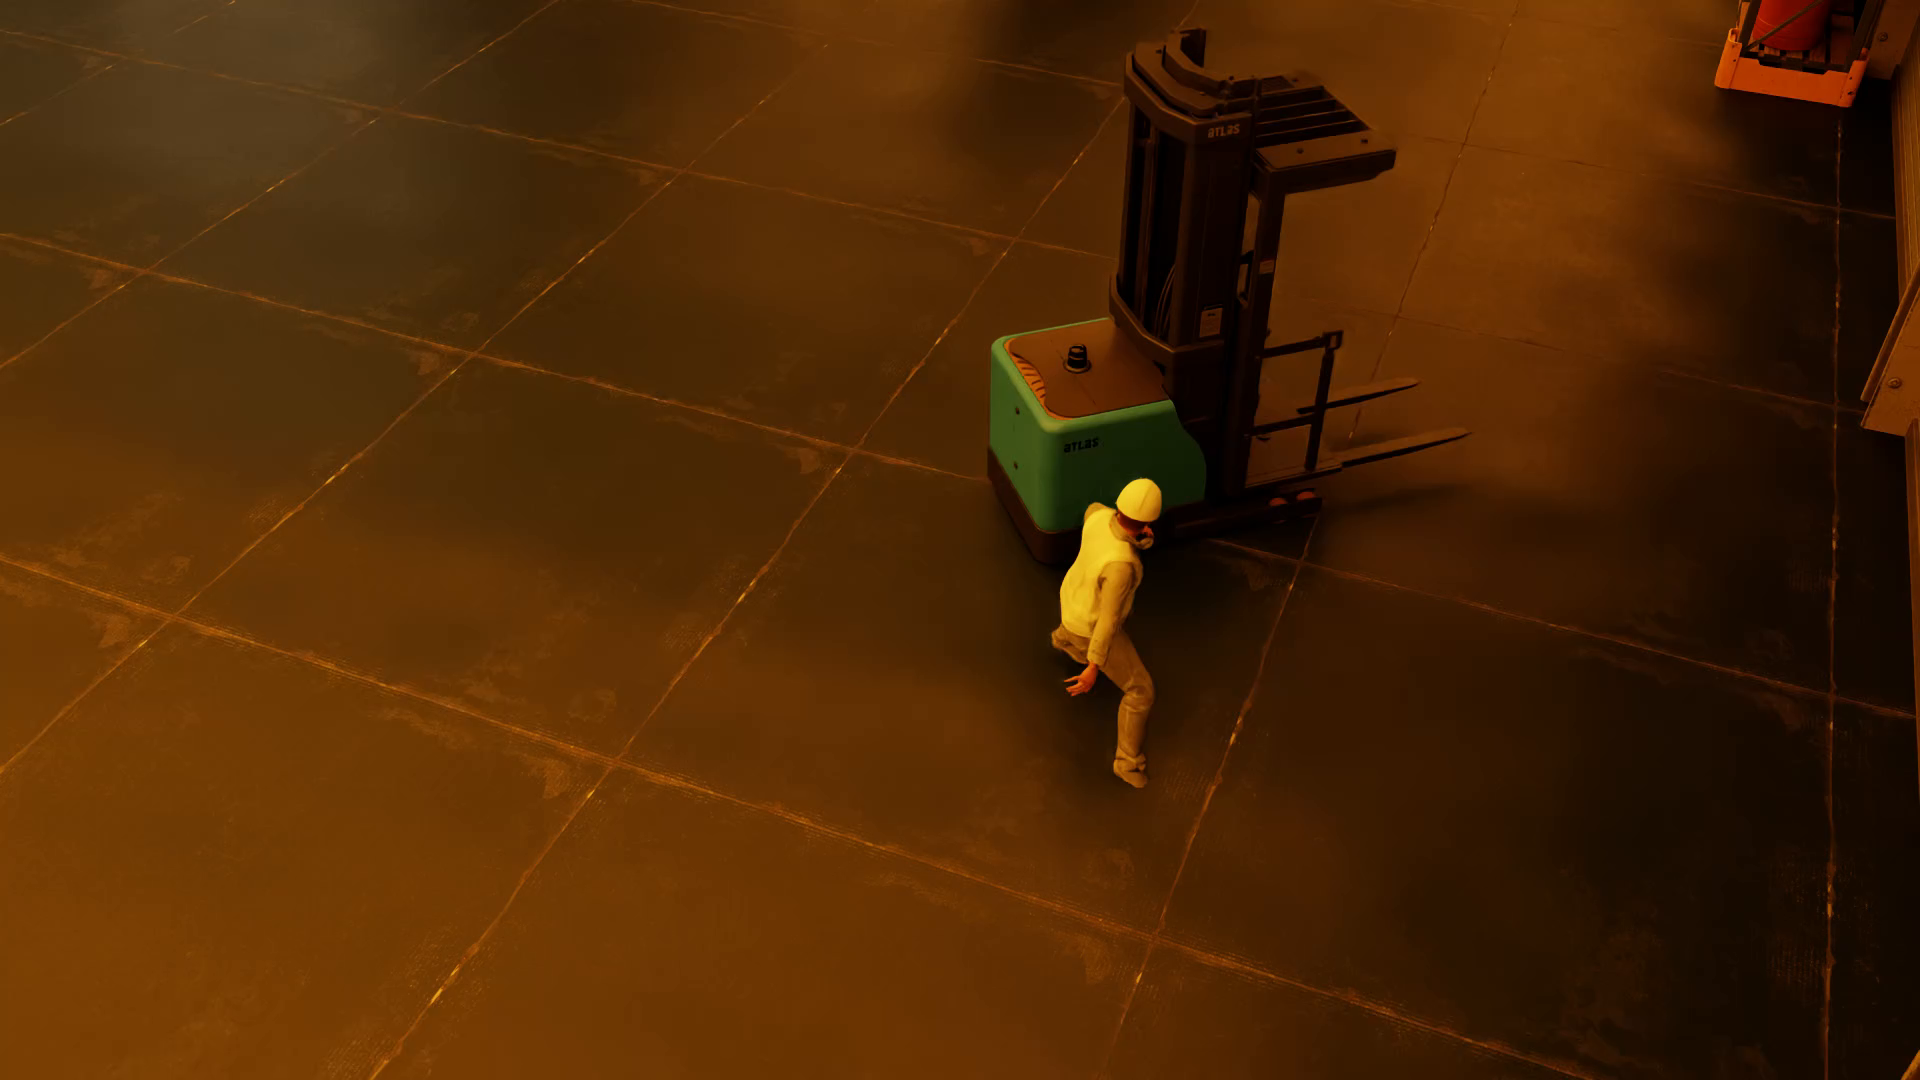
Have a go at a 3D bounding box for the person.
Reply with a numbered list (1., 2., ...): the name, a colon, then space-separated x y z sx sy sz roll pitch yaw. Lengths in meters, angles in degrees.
1. person: 0.778 0.415 8.612 0.539 1.715 1.116 0 40 0

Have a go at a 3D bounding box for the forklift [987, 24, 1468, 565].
1. forklift: 1.749 -1.536 9.841 3.031 2.935 1.130 -12 41 -14
